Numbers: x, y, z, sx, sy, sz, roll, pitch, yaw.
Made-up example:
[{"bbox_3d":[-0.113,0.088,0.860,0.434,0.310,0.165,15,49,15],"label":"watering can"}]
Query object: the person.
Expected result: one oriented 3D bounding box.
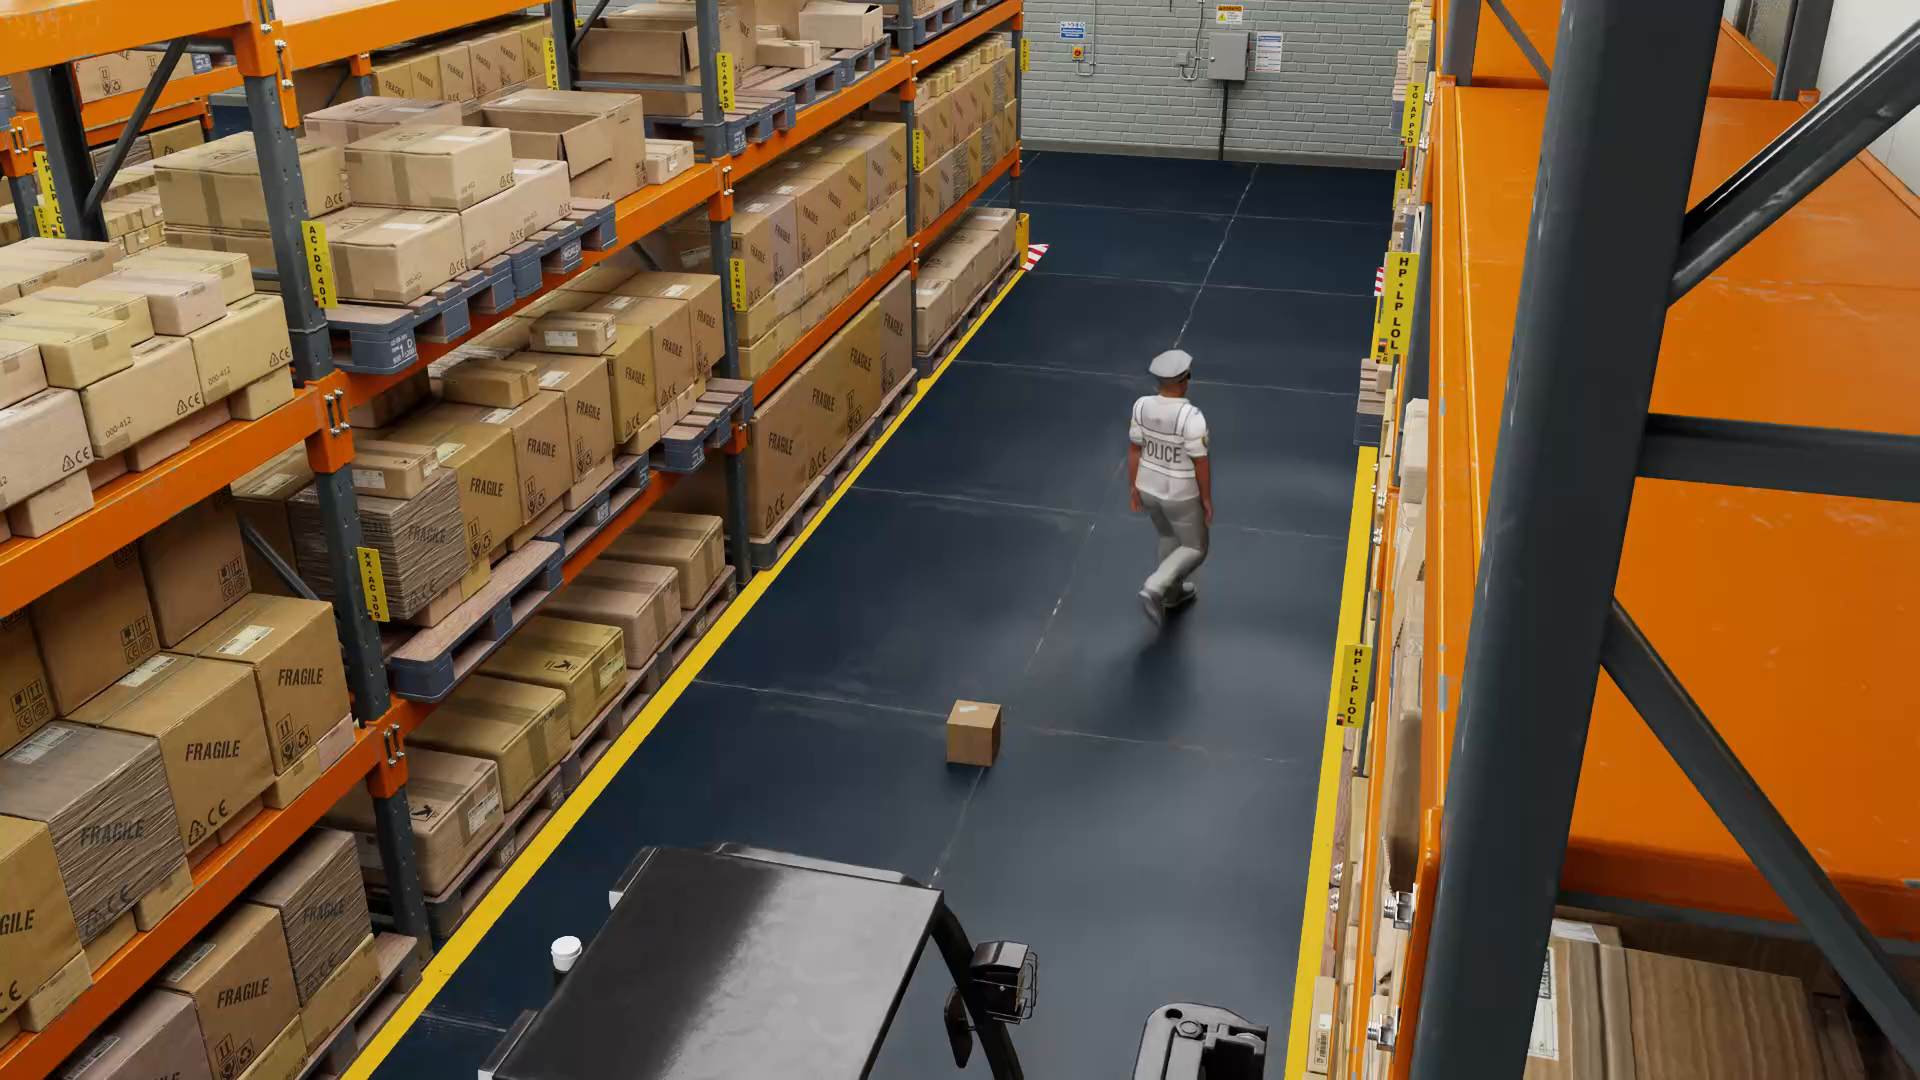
[{"bbox_3d":[1.295,-0.323,10.228,0.545,1.740,0.771,23,33,40],"label":"person"}]
